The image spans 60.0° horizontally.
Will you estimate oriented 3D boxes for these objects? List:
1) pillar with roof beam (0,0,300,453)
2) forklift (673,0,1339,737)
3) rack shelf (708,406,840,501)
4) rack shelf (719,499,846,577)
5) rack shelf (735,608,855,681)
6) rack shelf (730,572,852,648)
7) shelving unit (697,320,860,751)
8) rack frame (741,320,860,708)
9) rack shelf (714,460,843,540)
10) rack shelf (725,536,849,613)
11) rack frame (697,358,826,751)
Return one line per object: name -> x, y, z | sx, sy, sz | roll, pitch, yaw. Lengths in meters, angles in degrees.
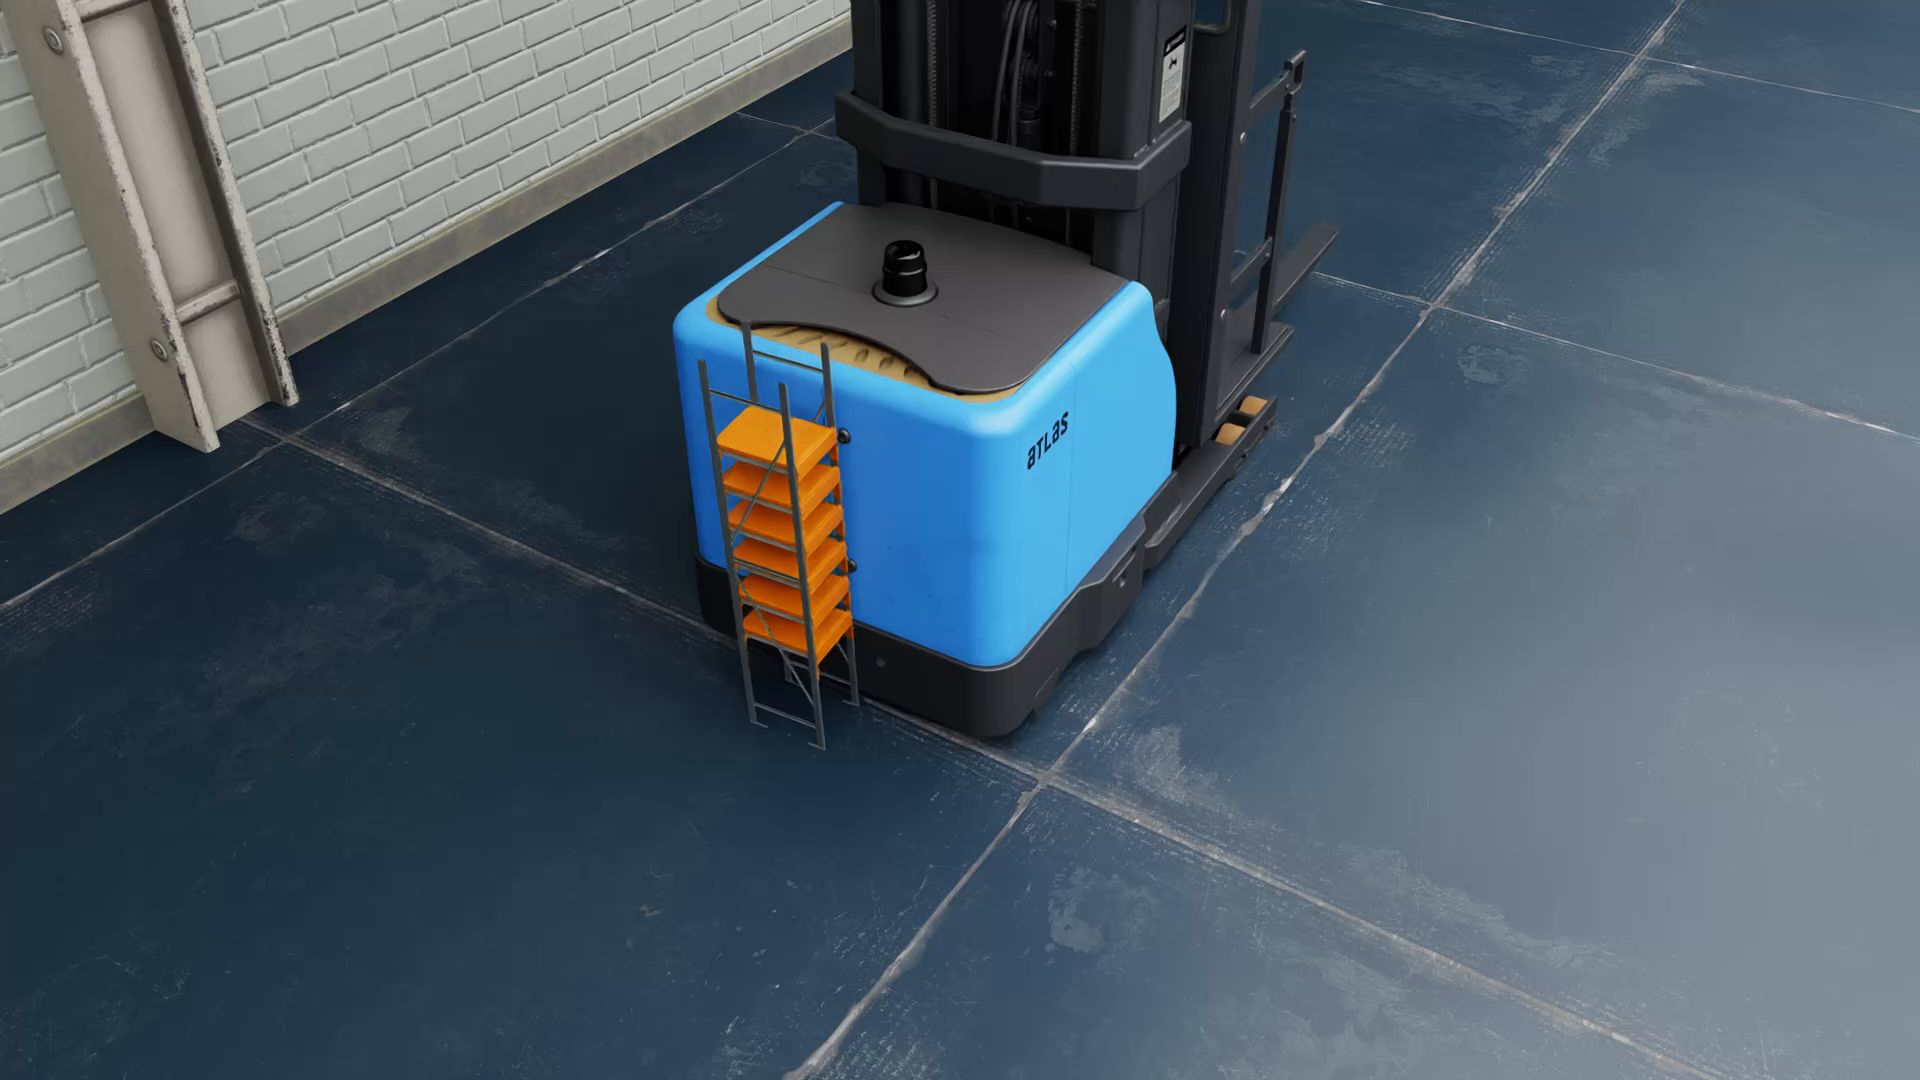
pillar with roof beam -> 1.062, -2.601, 1.254 | 9.100, 9.000, 0.400 | 21, 42, 25
forklift -> 0.423, -1.512, 4.810 | 1.130, 2.935, 3.031 | 20, 42, 24
rack shelf -> -0.449, -0.218, 4.027 | 0.258, 0.103, 0.180 | 18, 44, 21
rack shelf -> -0.444, -0.034, 4.181 | 0.258, 0.103, 0.180 | 18, 44, 21
rack shelf -> -0.436, 0.242, 4.412 | 0.258, 0.103, 0.180 | 18, 44, 21
rack shelf -> -0.439, 0.150, 4.335 | 0.258, 0.103, 0.180 | 18, 44, 21
shelving unit -> -0.442, 0.024, 4.229 | 0.258, 1.200, 0.189 | 18, 44, 21
rack frame -> -0.400, -0.028, 4.291 | 0.240, 1.200, 0.006 | 18, 44, 21
rack shelf -> -0.446, -0.126, 4.104 | 0.258, 0.103, 0.180 | 18, 44, 21
rack shelf -> -0.441, 0.058, 4.258 | 0.258, 0.103, 0.180 | 18, 44, 21
rack frame -> -0.485, 0.077, 4.168 | 0.240, 1.200, 0.006 | 18, 44, 21
